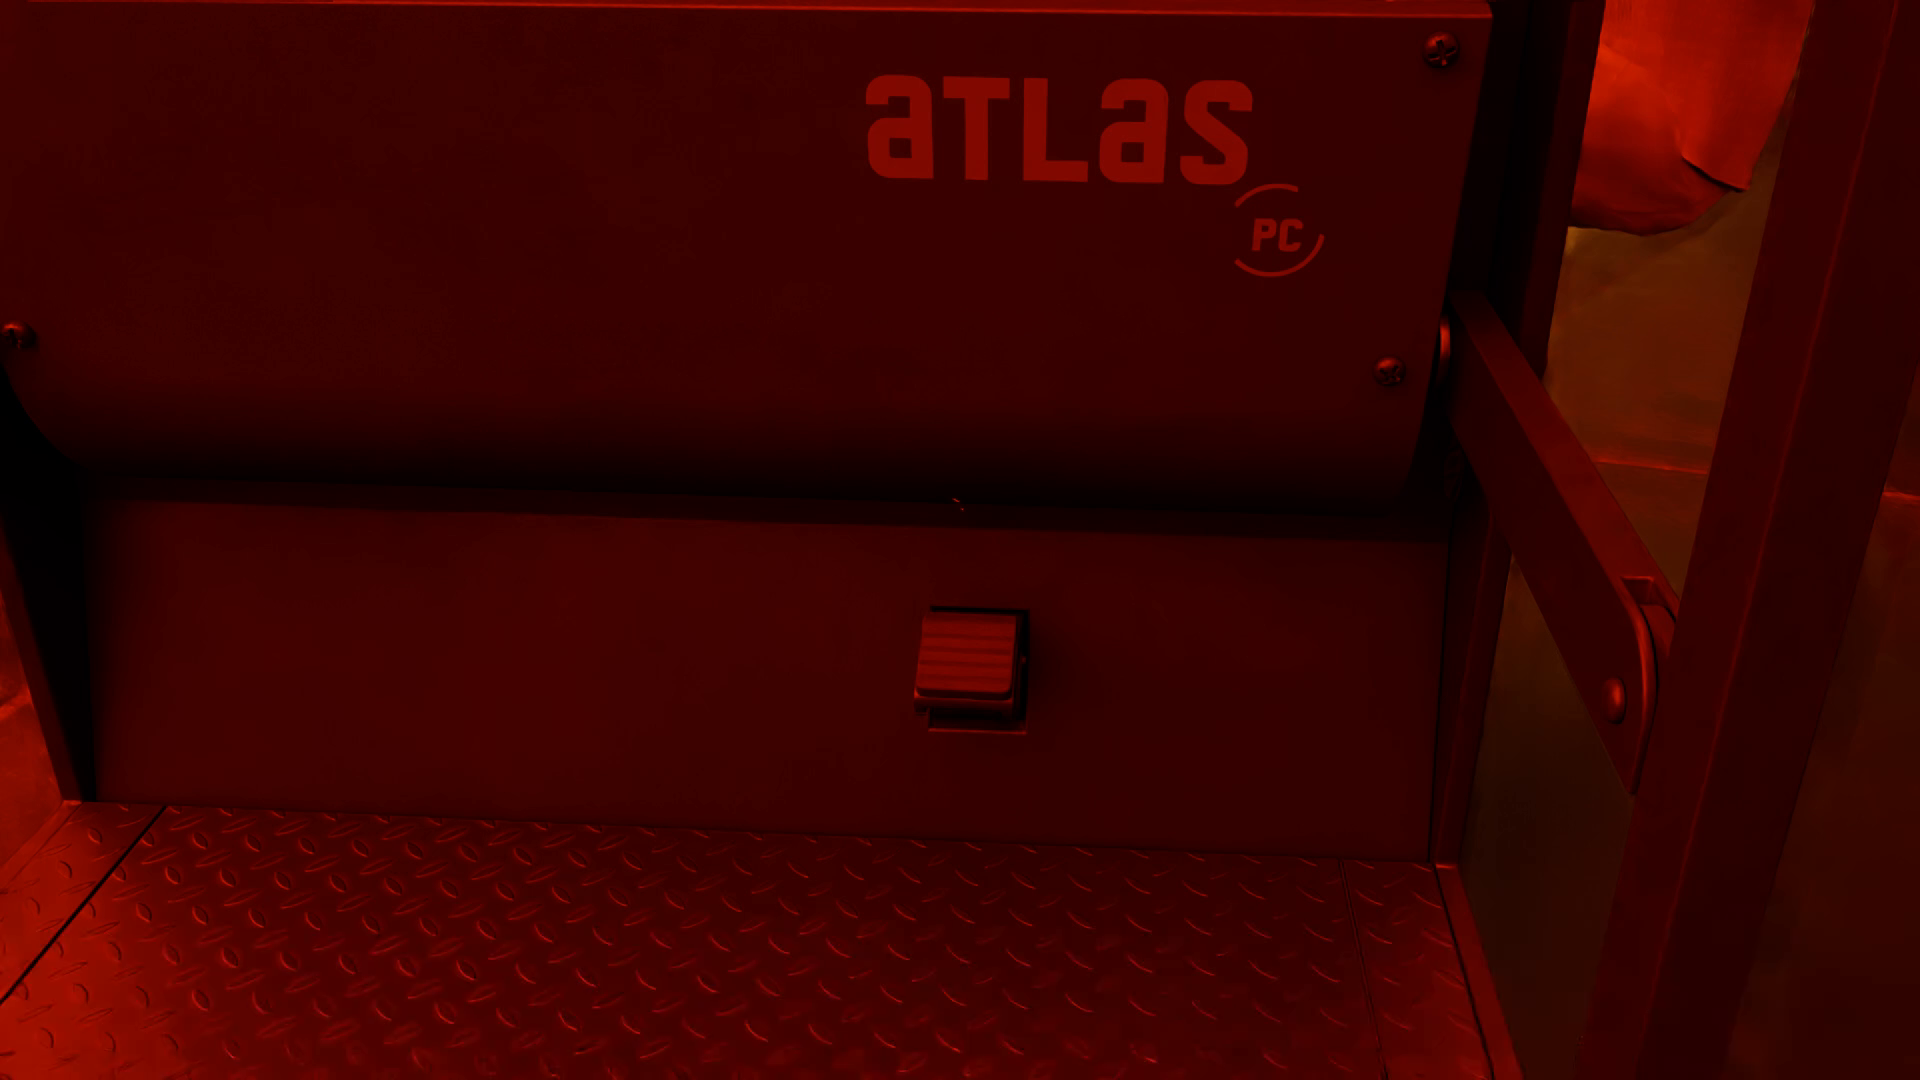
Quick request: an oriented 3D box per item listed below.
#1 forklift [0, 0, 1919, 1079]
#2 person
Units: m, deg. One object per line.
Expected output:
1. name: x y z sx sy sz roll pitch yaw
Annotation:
1. forklift: -0.182 -0.671 0.589 1.130 2.935 3.031 2 27 4
2. person: 0.538 -0.519 1.826 0.793 1.410 0.997 -4 27 -8
